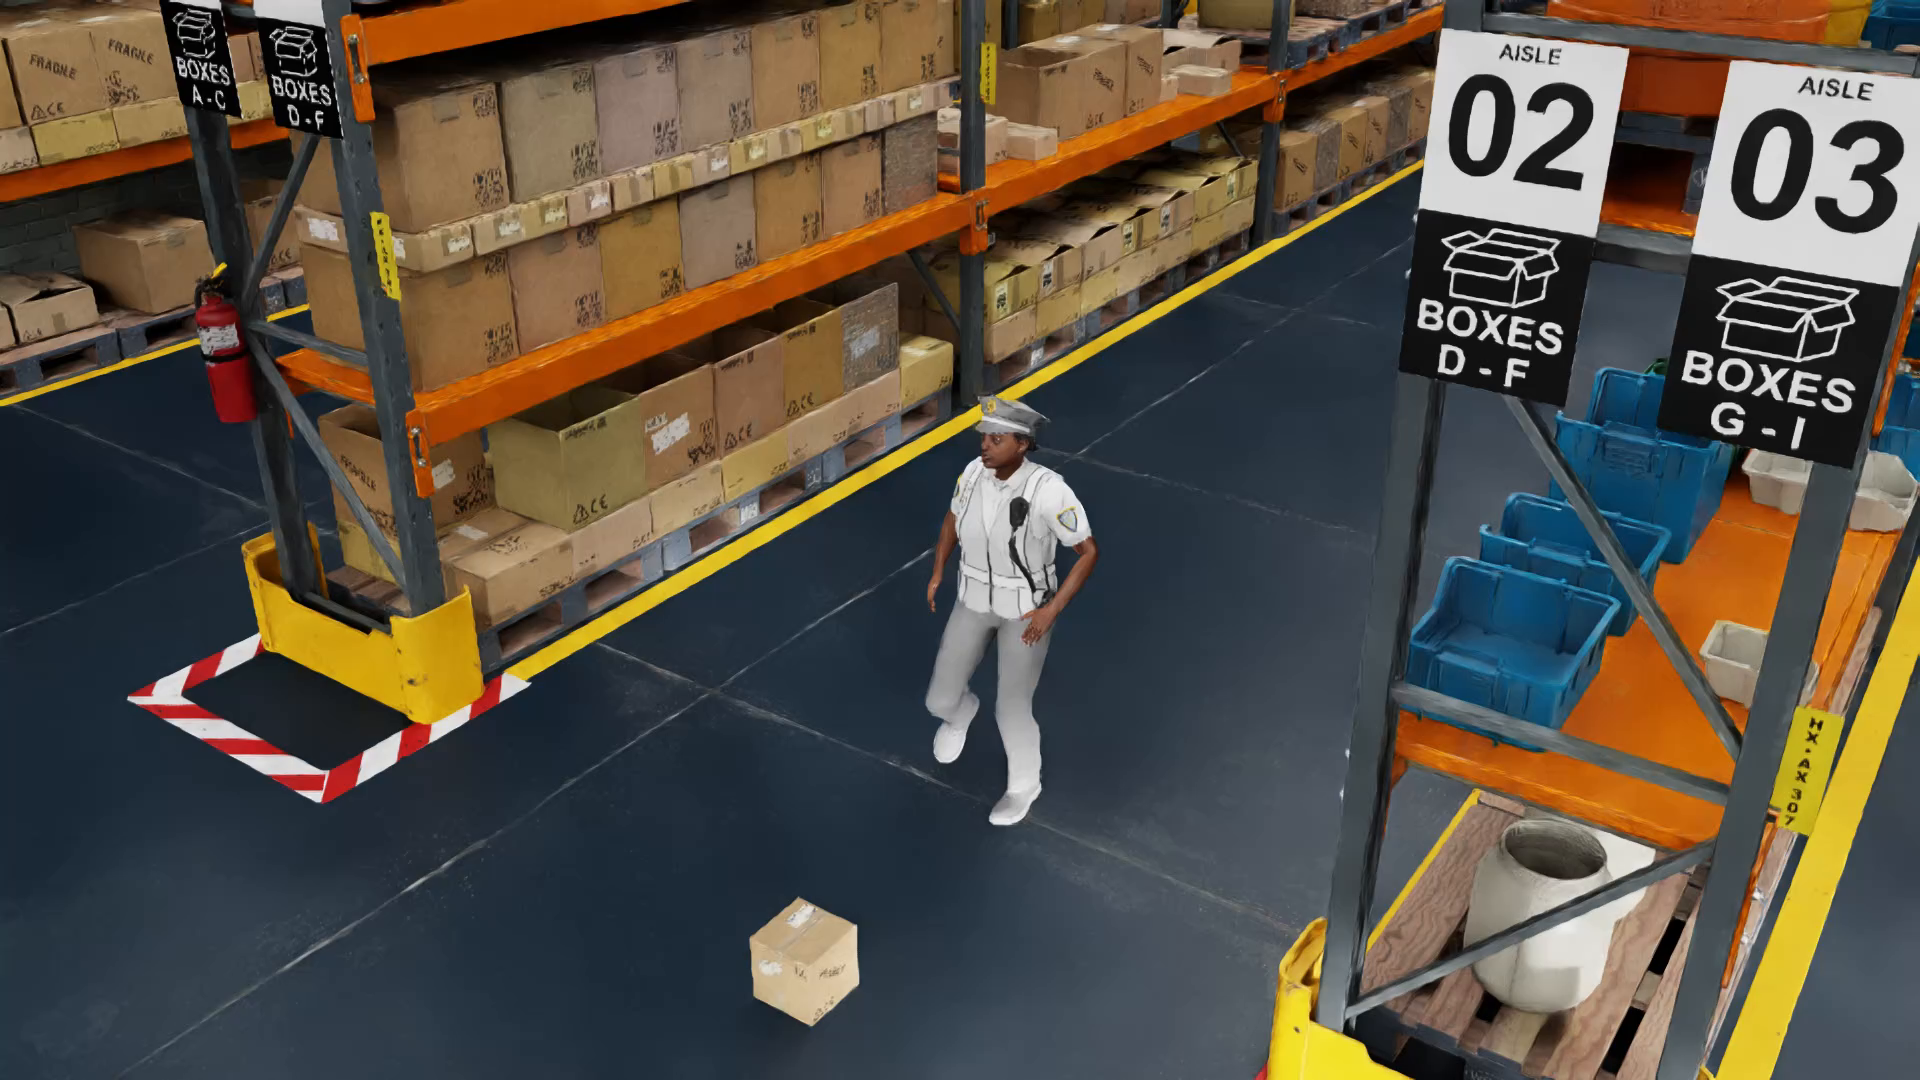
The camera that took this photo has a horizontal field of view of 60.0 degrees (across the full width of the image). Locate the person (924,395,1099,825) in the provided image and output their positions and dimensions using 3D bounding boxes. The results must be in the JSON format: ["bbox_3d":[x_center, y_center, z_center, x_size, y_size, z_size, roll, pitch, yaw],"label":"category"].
[{"bbox_3d":[0.154,0.258,6.119,0.673,1.667,0.466,14,30,25],"label":"person"}]
